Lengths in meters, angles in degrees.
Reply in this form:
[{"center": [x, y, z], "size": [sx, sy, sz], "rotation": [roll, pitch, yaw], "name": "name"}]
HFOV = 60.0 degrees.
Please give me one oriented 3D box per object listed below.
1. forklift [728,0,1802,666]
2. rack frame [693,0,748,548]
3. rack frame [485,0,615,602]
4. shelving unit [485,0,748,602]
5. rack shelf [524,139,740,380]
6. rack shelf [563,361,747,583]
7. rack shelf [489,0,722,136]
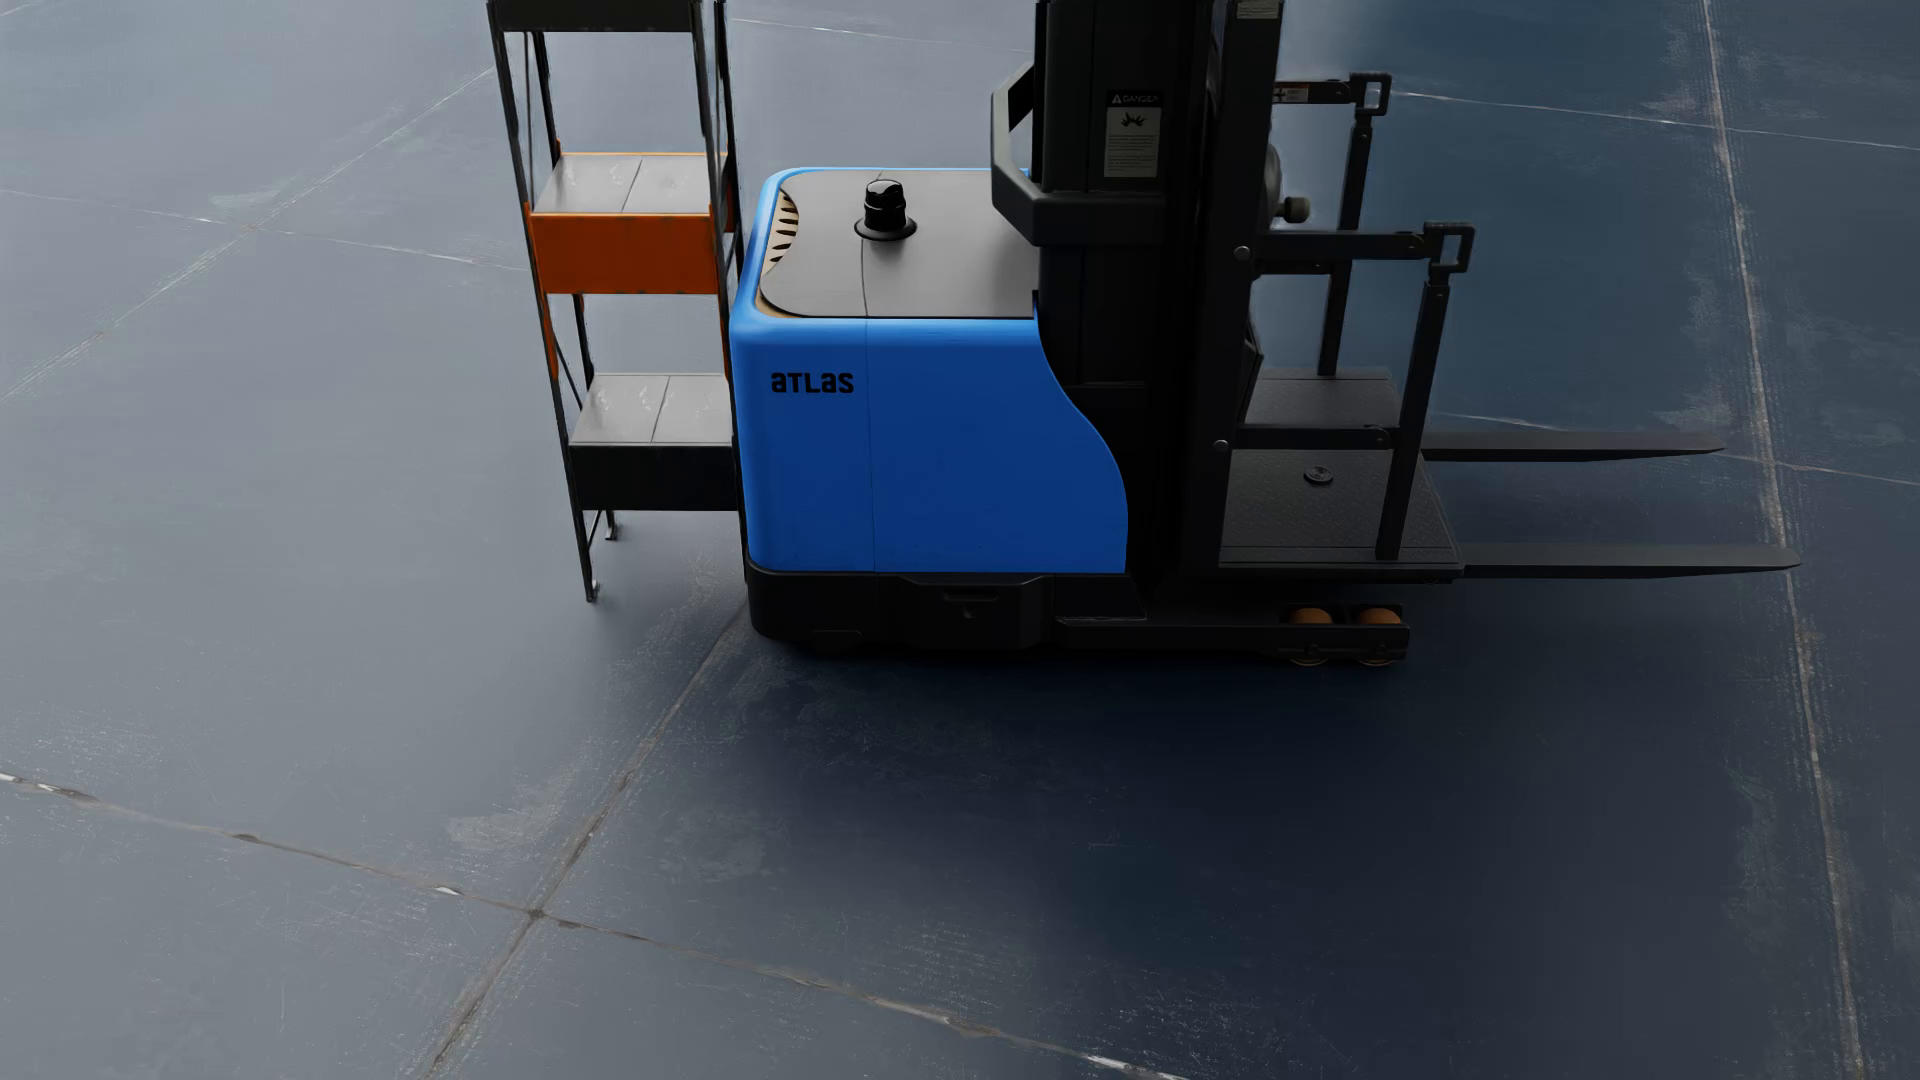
[{"center": [0.913, -1.138, 4.324], "size": [3.031, 2.935, 1.130], "rotation": [0, 36, 0], "name": "forklift"}, {"center": [-0.624, -0.776, 4.533], "size": [0.015, 2.100, 0.400], "rotation": [0, 36, 0], "name": "rack frame"}, {"center": [-1.112, -0.779, 4.537], "size": [0.015, 2.100, 0.400], "rotation": [0, 36, 0], "name": "rack frame"}, {"center": [-0.868, -0.777, 4.535], "size": [0.503, 2.100, 0.431], "rotation": [0, 36, 0], "name": "shelving unit"}, {"center": [-0.868, -0.766, 4.543], "size": [0.480, 0.518, 0.431], "rotation": [0, 36, 0], "name": "rack shelf"}, {"center": [-0.868, -0.203, 4.958], "size": [0.480, 0.518, 0.431], "rotation": [0, 36, 0], "name": "rack shelf"}, {"center": [-0.868, -1.330, 4.128], "size": [0.480, 0.518, 0.431], "rotation": [0, 36, 0], "name": "rack shelf"}]
